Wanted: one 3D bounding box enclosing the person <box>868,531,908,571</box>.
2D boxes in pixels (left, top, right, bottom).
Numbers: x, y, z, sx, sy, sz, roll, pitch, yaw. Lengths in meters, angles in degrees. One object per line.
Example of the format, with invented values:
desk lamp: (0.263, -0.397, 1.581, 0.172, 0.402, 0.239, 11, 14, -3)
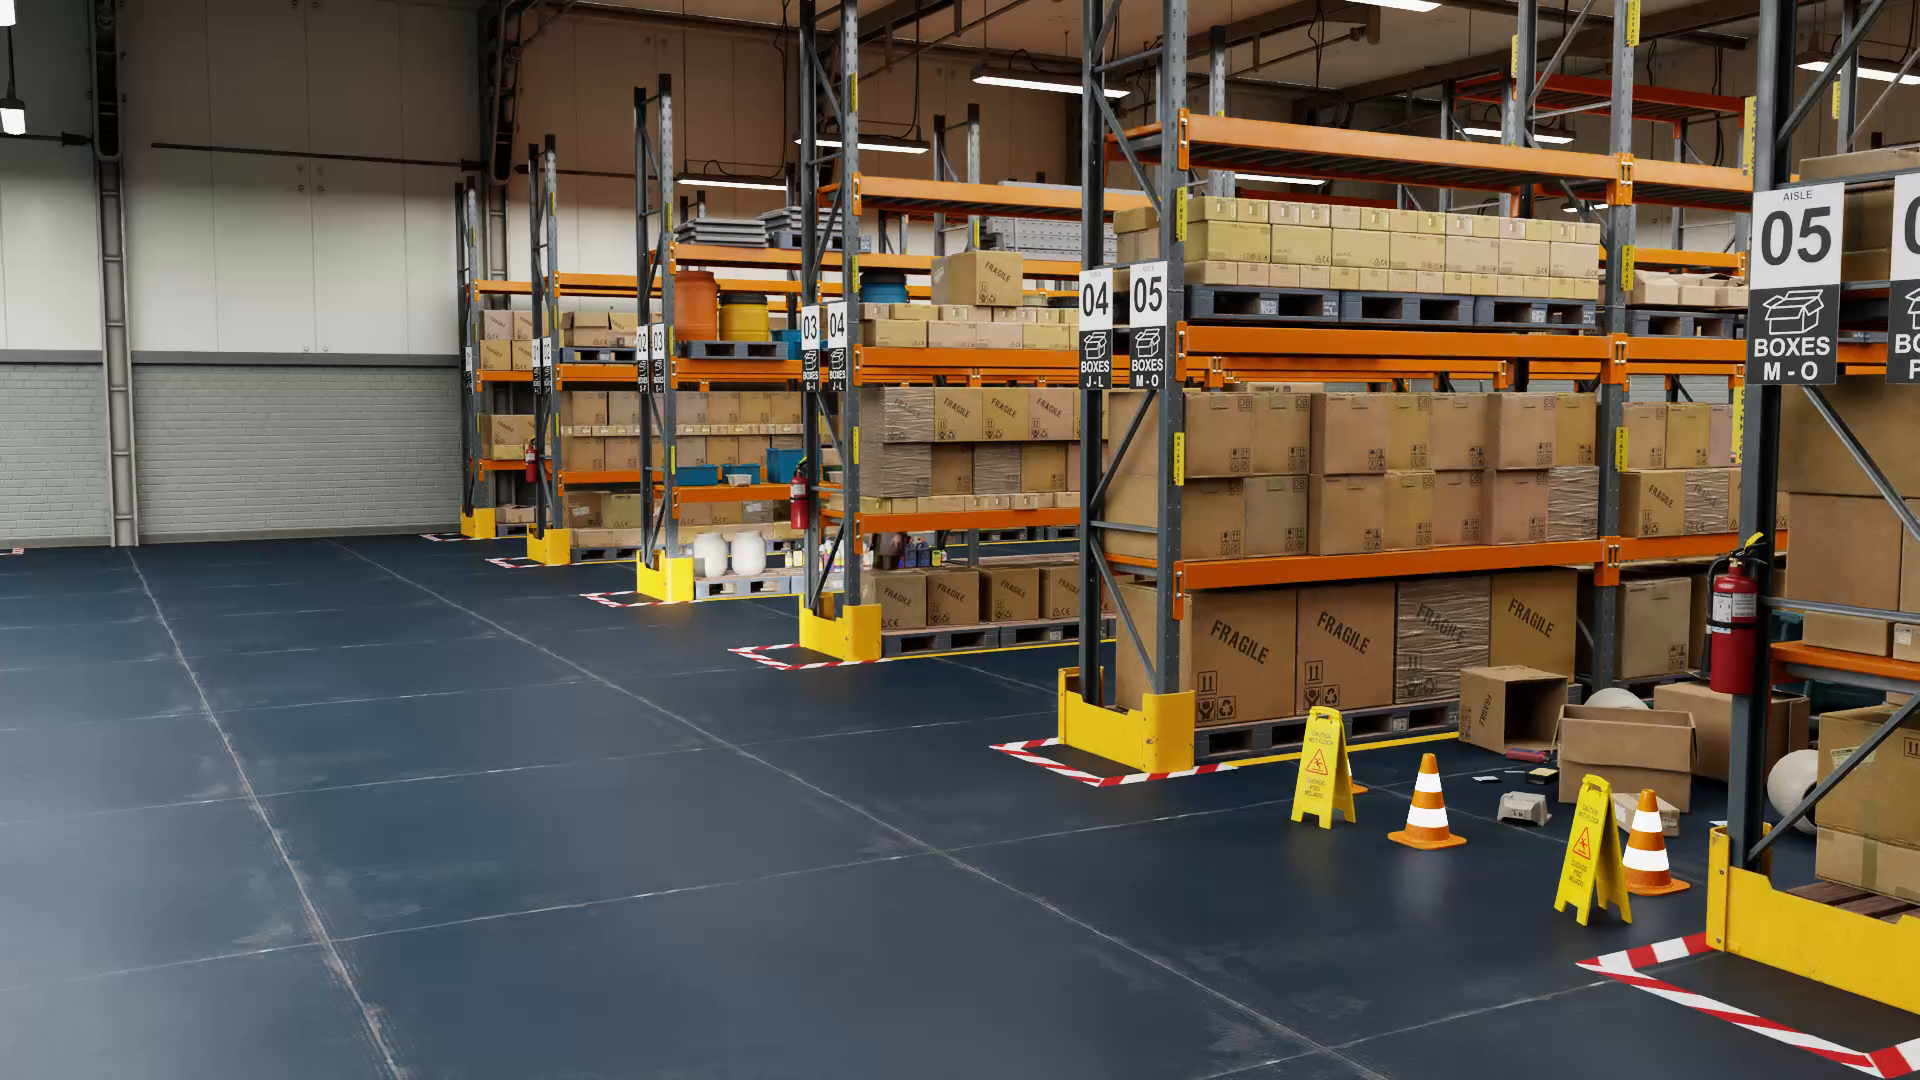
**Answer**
person: (-0.774, -0.056, 17.853, 0.429, 1.772, 0.643, -3, 6, -32)
